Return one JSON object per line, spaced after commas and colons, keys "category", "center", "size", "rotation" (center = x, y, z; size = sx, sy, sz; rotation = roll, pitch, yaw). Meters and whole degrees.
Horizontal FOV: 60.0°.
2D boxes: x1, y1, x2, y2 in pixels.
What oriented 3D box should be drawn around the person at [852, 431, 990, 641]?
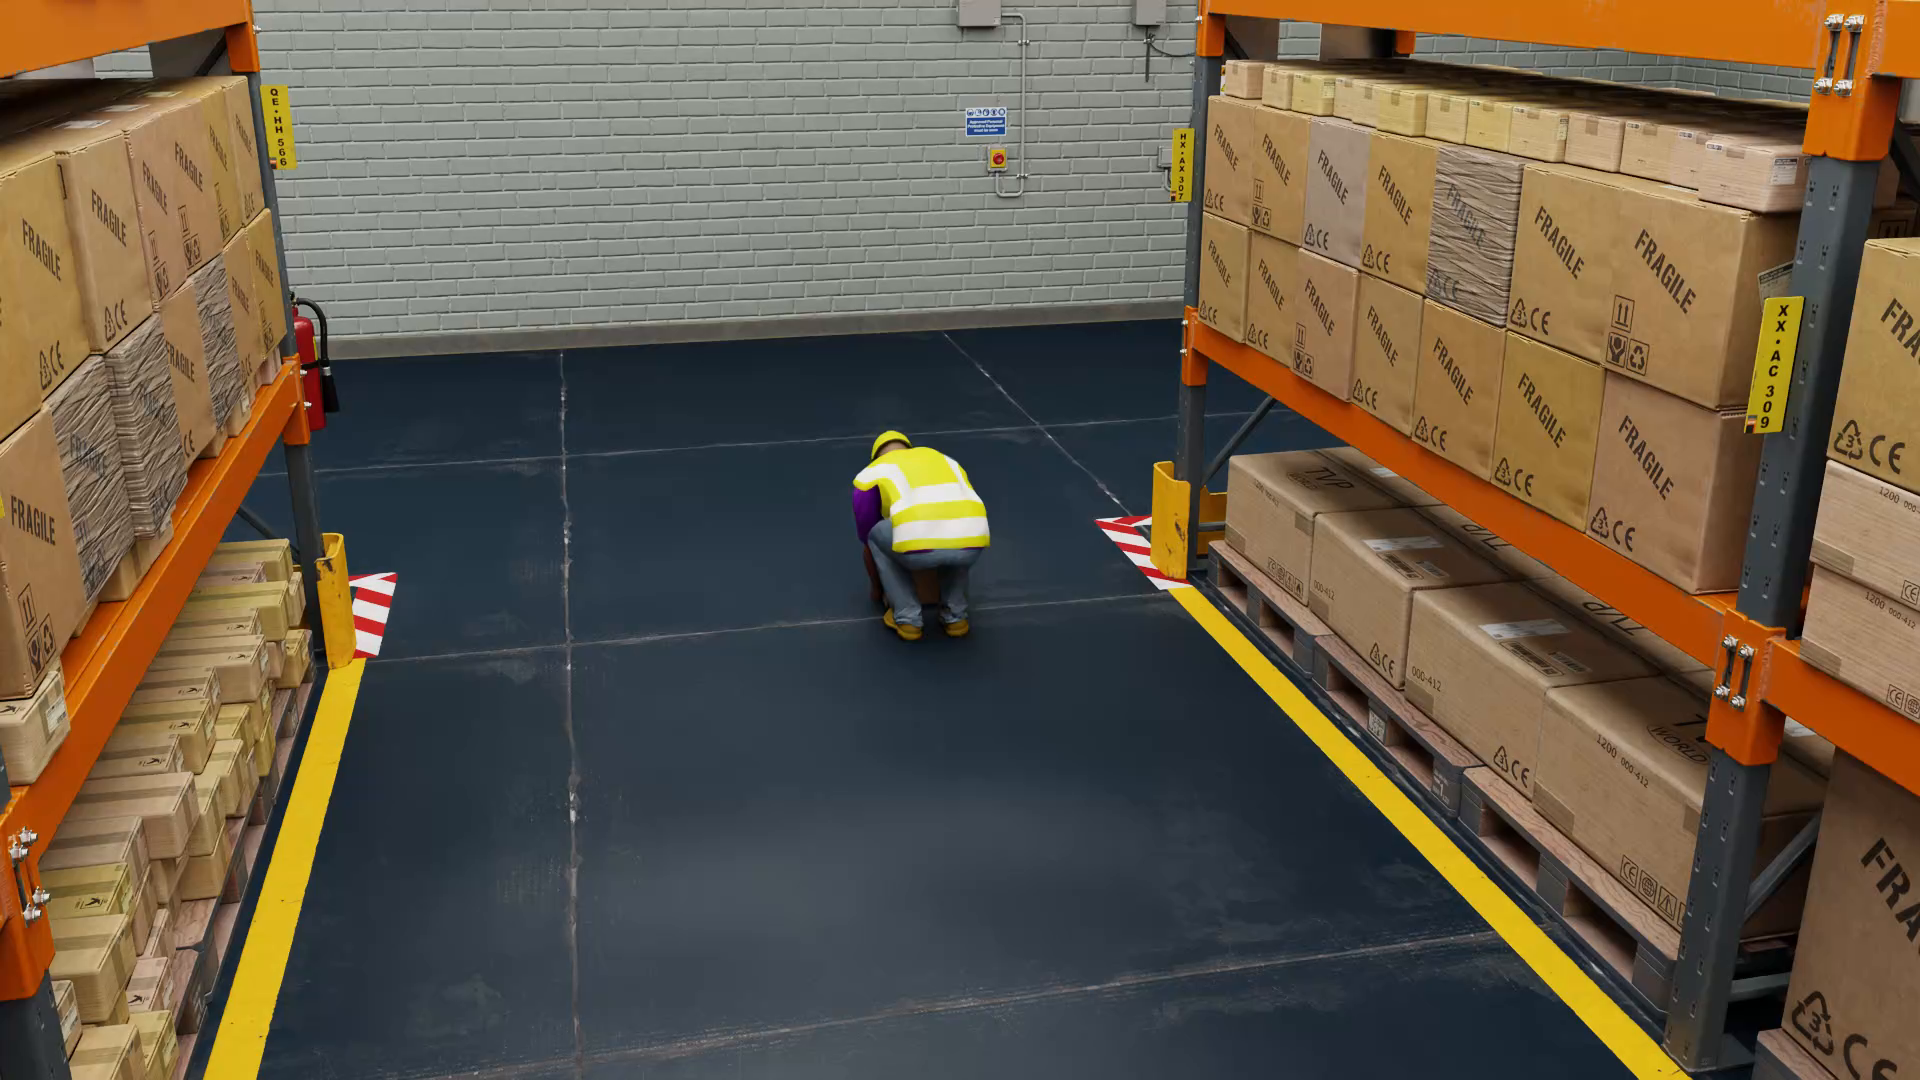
{"category": "person", "center": [-0.203, -0.002, 7.529], "size": [0.527, 0.811, 0.960], "rotation": [-5, 20, -14]}
